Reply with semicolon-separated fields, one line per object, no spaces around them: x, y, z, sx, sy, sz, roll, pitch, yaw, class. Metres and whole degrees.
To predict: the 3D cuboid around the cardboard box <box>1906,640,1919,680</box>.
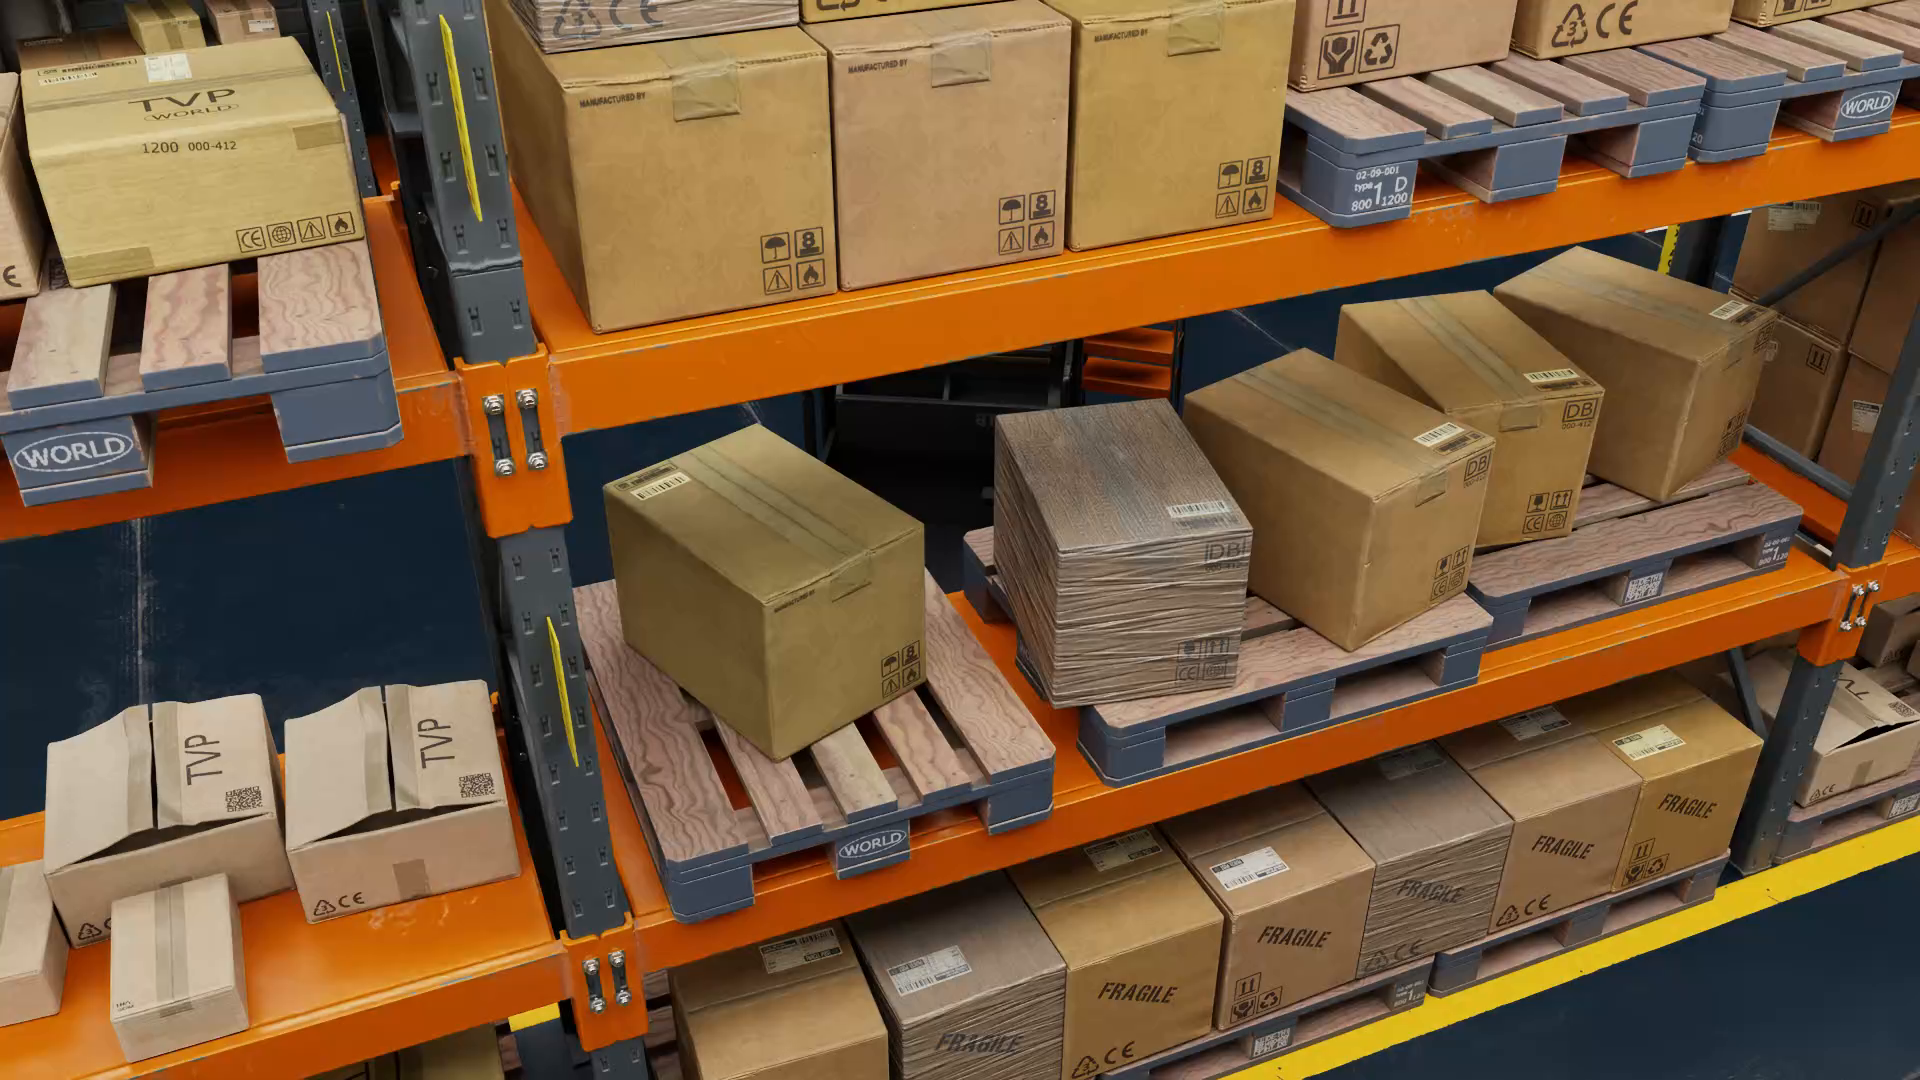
3.911;0.515;6.402;0.250;0.166;0.380;-13;35;-19;cardboard box

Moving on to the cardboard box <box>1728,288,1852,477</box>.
3.008;-0.597;5.825;0.500;0.500;0.500;-12;35;-18;cardboard box

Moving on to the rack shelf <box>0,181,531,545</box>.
-2.886;-0.009;2.923;4.000;0.370;1.077;-13;35;-19;rack shelf

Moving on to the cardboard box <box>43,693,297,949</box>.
-1.942;0.653;4.078;0.500;0.311;0.500;-13;35;-19;cardboard box

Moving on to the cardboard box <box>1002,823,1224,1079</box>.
0.433;1.218;5.016;0.500;0.500;0.500;-13;35;-20;cardboard box

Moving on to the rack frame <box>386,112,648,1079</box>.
-1.042;0.524;4.194;0.127;3.000;1.000;-13;35;-19;rack frame

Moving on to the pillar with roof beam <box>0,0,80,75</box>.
-2.830;-2.476;3.305;0.400;9.000;9.100;-13;35;-19;pillar with roof beam

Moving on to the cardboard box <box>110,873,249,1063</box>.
-1.764;0.958;3.757;0.250;0.149;0.380;-13;35;-19;cardboard box

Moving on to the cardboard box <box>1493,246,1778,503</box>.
2.123;-0.551;5.369;0.500;0.500;0.700;-26;41;-34;cardboard box

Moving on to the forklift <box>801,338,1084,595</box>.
-0.066;-0.890;6.431;1.130;2.935;3.031;3;33;5;forklift

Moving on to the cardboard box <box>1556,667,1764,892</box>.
2.302;0.791;5.672;0.500;0.500;0.500;-13;35;-19;cardboard box

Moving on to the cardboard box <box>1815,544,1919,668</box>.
3.753;0.201;6.753;0.500;0.311;0.500;-13;35;-19;cardboard box

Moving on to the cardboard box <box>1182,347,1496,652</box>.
1.041;-0.134;4.729;0.500;0.500;0.700;-23;39;-31;cardboard box

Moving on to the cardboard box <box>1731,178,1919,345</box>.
3.012;-1.018;5.556;0.500;0.500;0.500;-13;35;-19;cardboard box

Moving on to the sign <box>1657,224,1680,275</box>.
2.429;-0.954;5.673;0.005;0.325;0.100;-13;35;-19;sign

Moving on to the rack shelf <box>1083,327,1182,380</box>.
0.839;-0.947;8.228;0.480;0.148;0.258;10;34;14;rack shelf

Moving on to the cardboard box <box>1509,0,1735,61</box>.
1.546;-1.616;4.164;0.600;0.600;0.600;-13;35;-19;cardboard box

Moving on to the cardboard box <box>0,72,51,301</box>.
-1.915;-0.602;2.928;0.500;0.250;0.500;-12;35;-18;cardboard box

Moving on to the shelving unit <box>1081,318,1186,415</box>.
0.839;-1.003;8.192;0.503;1.200;0.258;10;34;14;shelving unit

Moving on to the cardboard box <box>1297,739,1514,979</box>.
1.381;0.997;5.356;0.500;0.500;0.500;-12;35;-18;cardboard box

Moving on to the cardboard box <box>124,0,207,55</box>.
-3.560;-2.301;7.446;0.250;0.149;0.380;-19;38;-27;cardboard box

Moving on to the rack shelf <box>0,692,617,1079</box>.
-2.886;1.248;3.741;4.000;0.370;1.077;-13;35;-19;rack shelf

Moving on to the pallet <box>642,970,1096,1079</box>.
-0.339;1.554;5.168;1.213;0.211;1.003;-13;35;-19;pallet

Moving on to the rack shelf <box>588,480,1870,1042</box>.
0.802;0.403;5.039;4.000;0.370;1.077;-13;35;-19;rack shelf

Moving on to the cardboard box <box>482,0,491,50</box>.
-2.418;-2.428;7.660;0.500;0.250;0.500;-12;35;-18;cardboard box

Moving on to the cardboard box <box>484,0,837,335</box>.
-0.653;-0.884;3.516;0.500;0.500;0.910;-13;35;-19;cardboard box

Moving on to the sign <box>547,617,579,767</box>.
-0.824;0.317;3.450;0.005;0.325;0.100;-13;35;-19;sign

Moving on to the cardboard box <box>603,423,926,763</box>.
-0.505;0.117;4.344;0.500;0.500;0.700;-26;41;-34;cardboard box

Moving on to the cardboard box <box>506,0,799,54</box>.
-0.637;-1.283;3.213;0.500;0.500;0.500;-13;35;-19;cardboard box

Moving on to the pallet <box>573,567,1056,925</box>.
-0.444;0.426;4.521;1.003;0.211;1.213;-13;35;-19;pallet

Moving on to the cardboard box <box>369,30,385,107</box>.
-2.630;-2.373;8.264;0.500;0.500;0.500;-13;35;-19;cardboard box

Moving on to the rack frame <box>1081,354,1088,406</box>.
0.606;-1.043;8.252;0.015;1.200;0.240;10;34;14;rack frame

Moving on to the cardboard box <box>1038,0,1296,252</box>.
0.297;-1.102;3.851;0.500;0.500;0.910;-13;35;-19;cardboard box

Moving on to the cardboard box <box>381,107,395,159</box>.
-2.762;-2.067;8.388;0.250;0.149;0.380;-12;35;-18;cardboard box

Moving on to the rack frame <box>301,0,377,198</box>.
-2.963;-1.966;8.021;0.127;3.000;1.000;-13;35;-19;rack frame

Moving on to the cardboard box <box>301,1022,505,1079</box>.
-1.430;1.500;4.316;0.500;0.311;0.500;-12;35;-18;cardboard box

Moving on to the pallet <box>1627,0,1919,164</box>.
2.018;-1.396;4.568;1.003;0.211;1.213;-13;35;-19;pallet

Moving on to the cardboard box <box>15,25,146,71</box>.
-3.897;-1.956;7.511;0.500;0.500;0.700;-16;36;-23;cardboard box

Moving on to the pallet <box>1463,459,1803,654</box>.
1.867;-0.126;5.369;1.213;0.211;1.003;-13;35;-19;pallet

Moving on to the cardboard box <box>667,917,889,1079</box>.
-0.512;1.435;4.683;0.500;0.500;0.500;-11;35;-17;cardboard box

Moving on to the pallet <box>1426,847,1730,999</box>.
1.911;1.039;5.959;1.213;0.211;1.003;-13;35;-19;pallet
